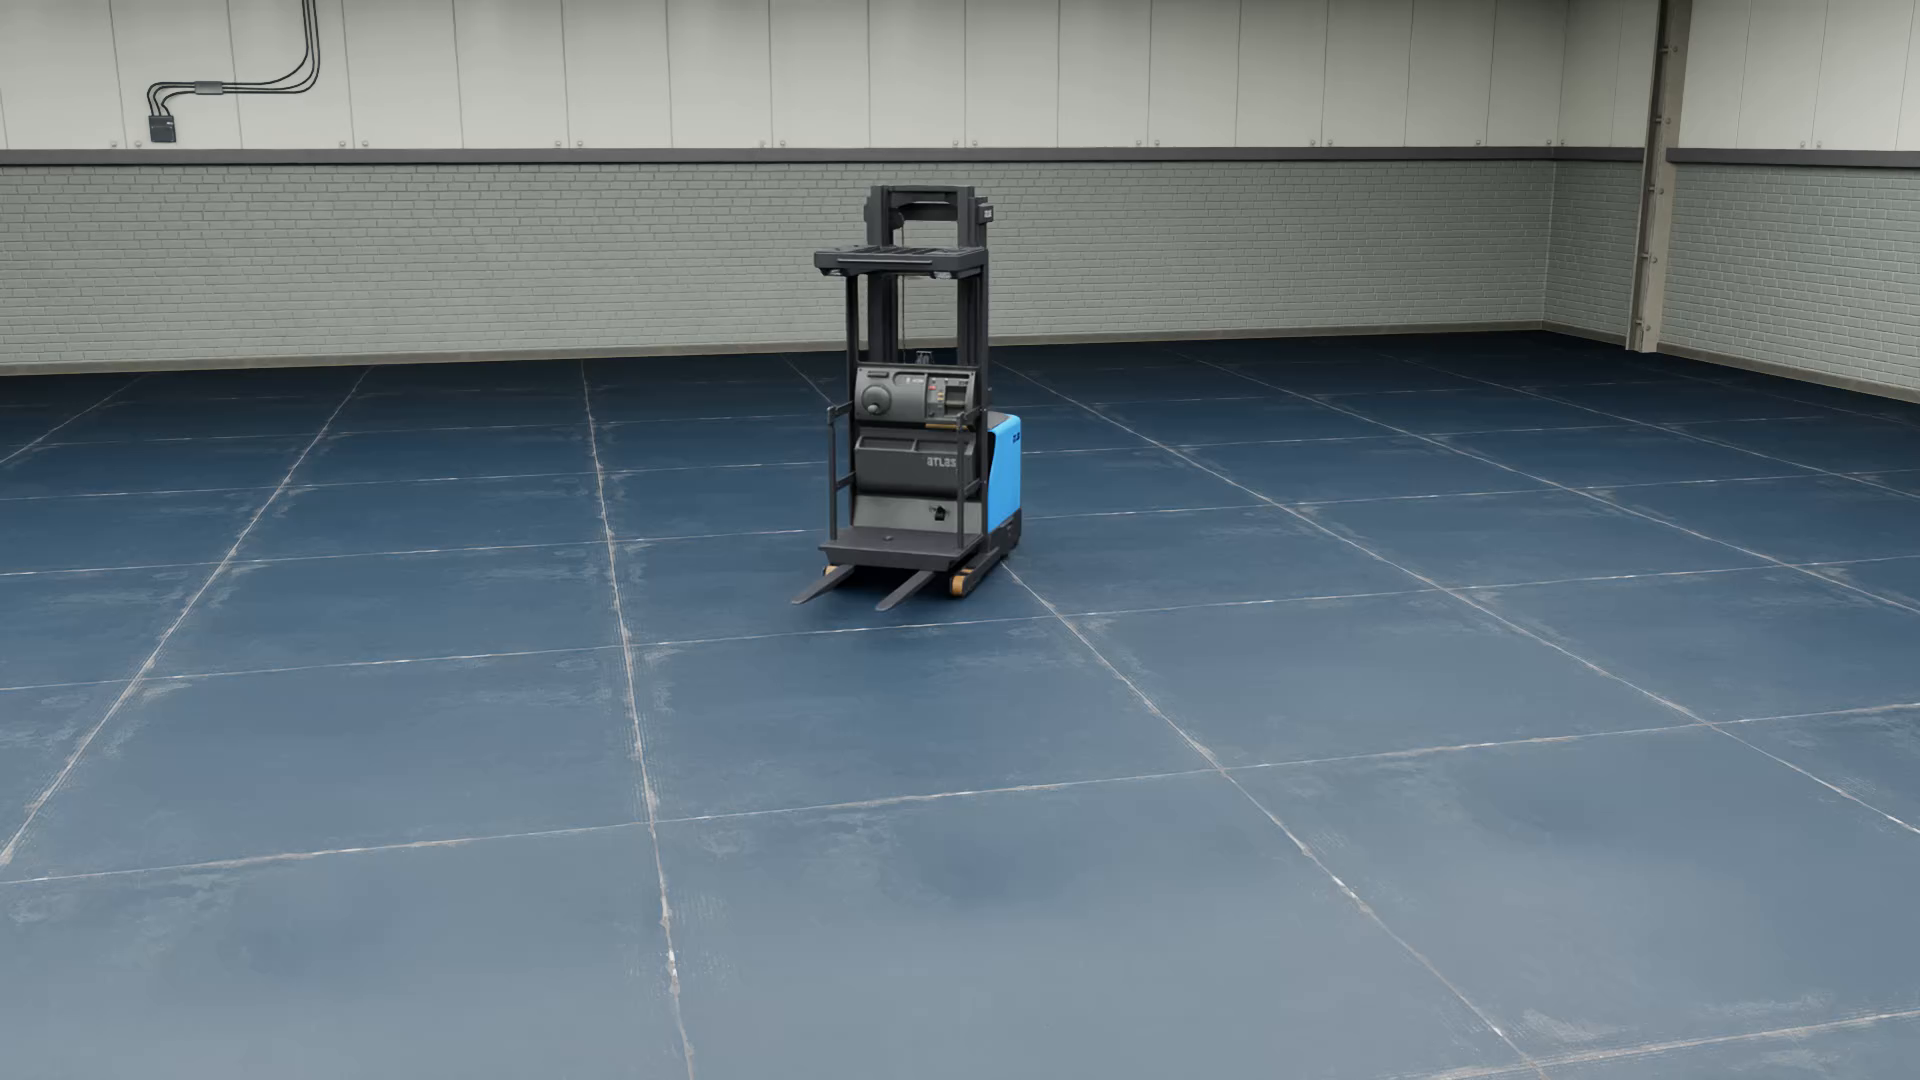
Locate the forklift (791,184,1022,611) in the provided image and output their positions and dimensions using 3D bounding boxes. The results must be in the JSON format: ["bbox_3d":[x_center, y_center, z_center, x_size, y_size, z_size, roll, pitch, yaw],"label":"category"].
[{"bbox_3d":[-0.395,-1.106,12.277,1.130,2.935,3.031,4,14,16],"label":"forklift"}]

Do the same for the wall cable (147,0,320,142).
[{"bbox_3d":[-10.107,-8.514,22.648,2.305,6.003,0.169,-3,14,-13],"label":"wall cable"}]

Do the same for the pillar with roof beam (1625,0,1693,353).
[{"bbox_3d":[6.502,-7.099,24.022,9.100,9.000,0.400,-3,14,-13],"label":"pillar with roof beam"}]
